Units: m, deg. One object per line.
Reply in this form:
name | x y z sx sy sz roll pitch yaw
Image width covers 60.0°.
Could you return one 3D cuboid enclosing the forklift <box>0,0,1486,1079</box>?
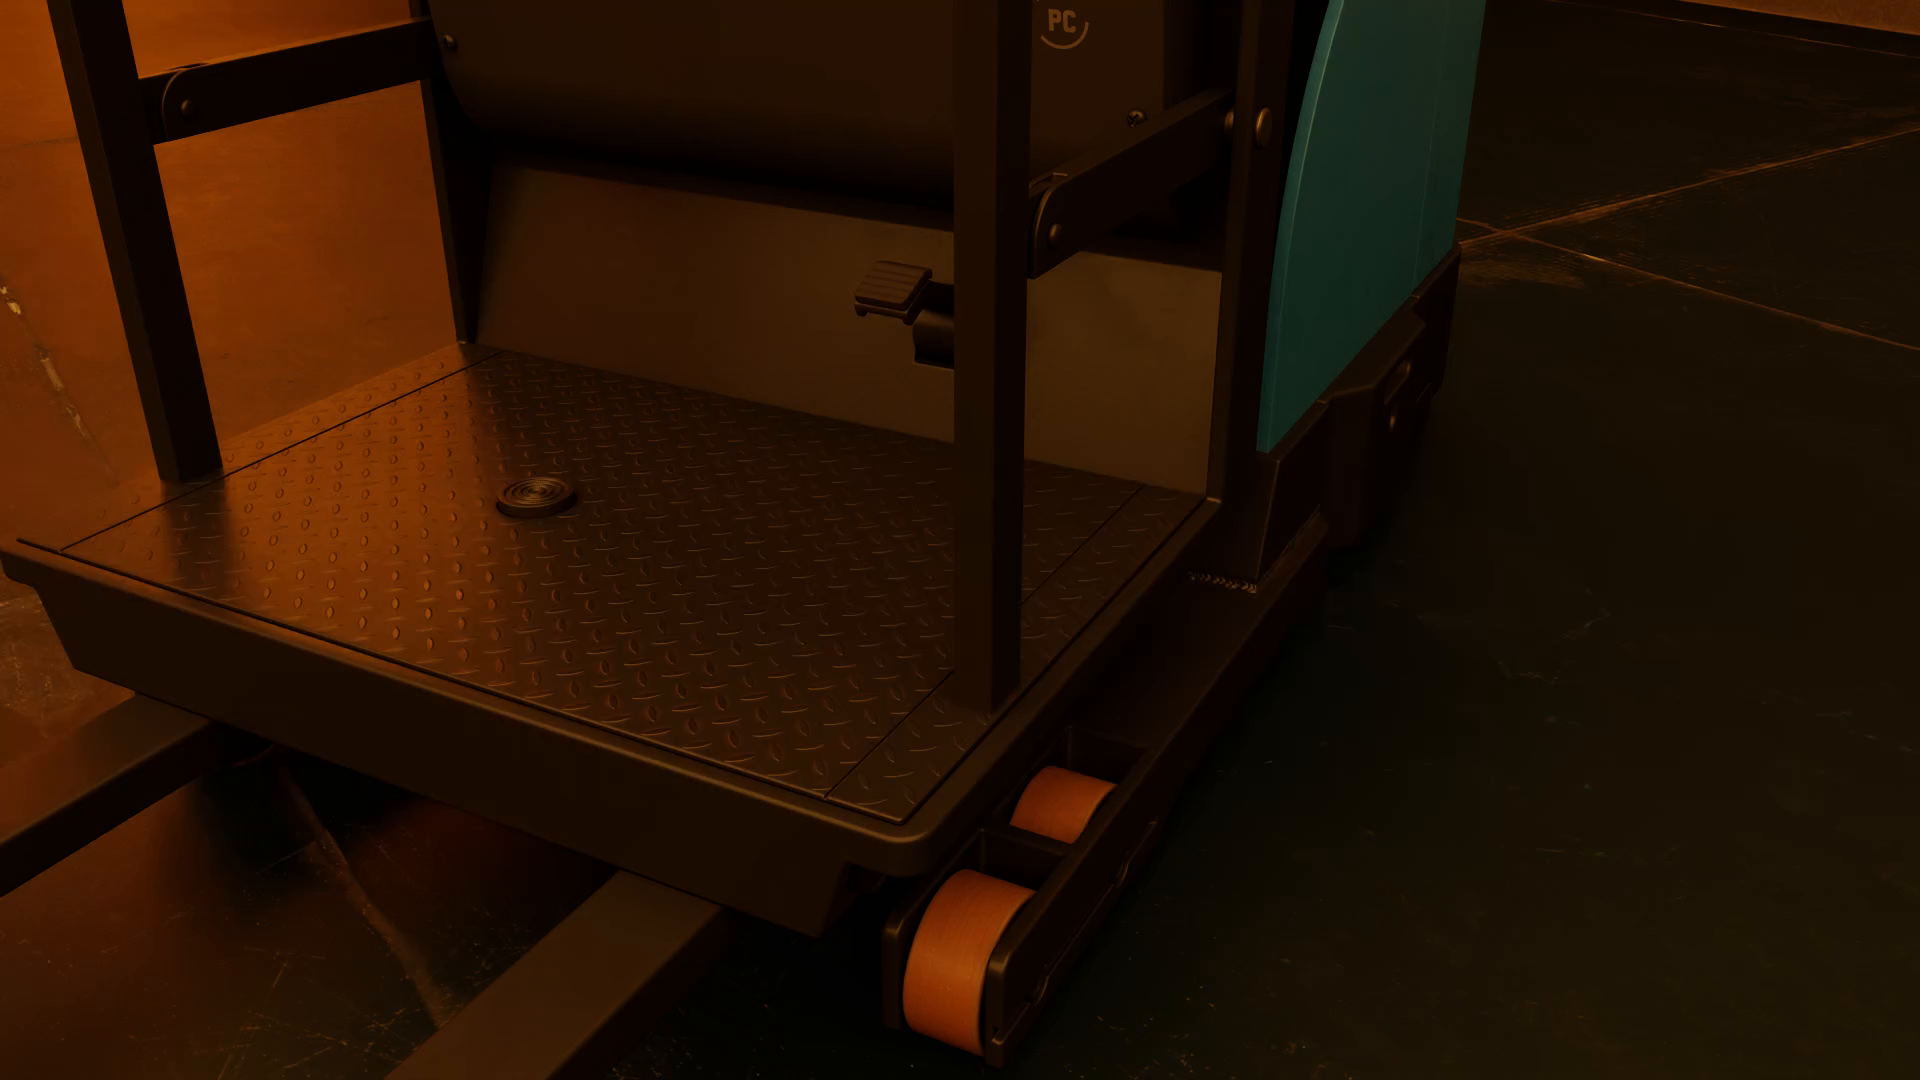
forklift | -0.291 -1.063 1.350 1.130 2.935 3.031 13 30 25
